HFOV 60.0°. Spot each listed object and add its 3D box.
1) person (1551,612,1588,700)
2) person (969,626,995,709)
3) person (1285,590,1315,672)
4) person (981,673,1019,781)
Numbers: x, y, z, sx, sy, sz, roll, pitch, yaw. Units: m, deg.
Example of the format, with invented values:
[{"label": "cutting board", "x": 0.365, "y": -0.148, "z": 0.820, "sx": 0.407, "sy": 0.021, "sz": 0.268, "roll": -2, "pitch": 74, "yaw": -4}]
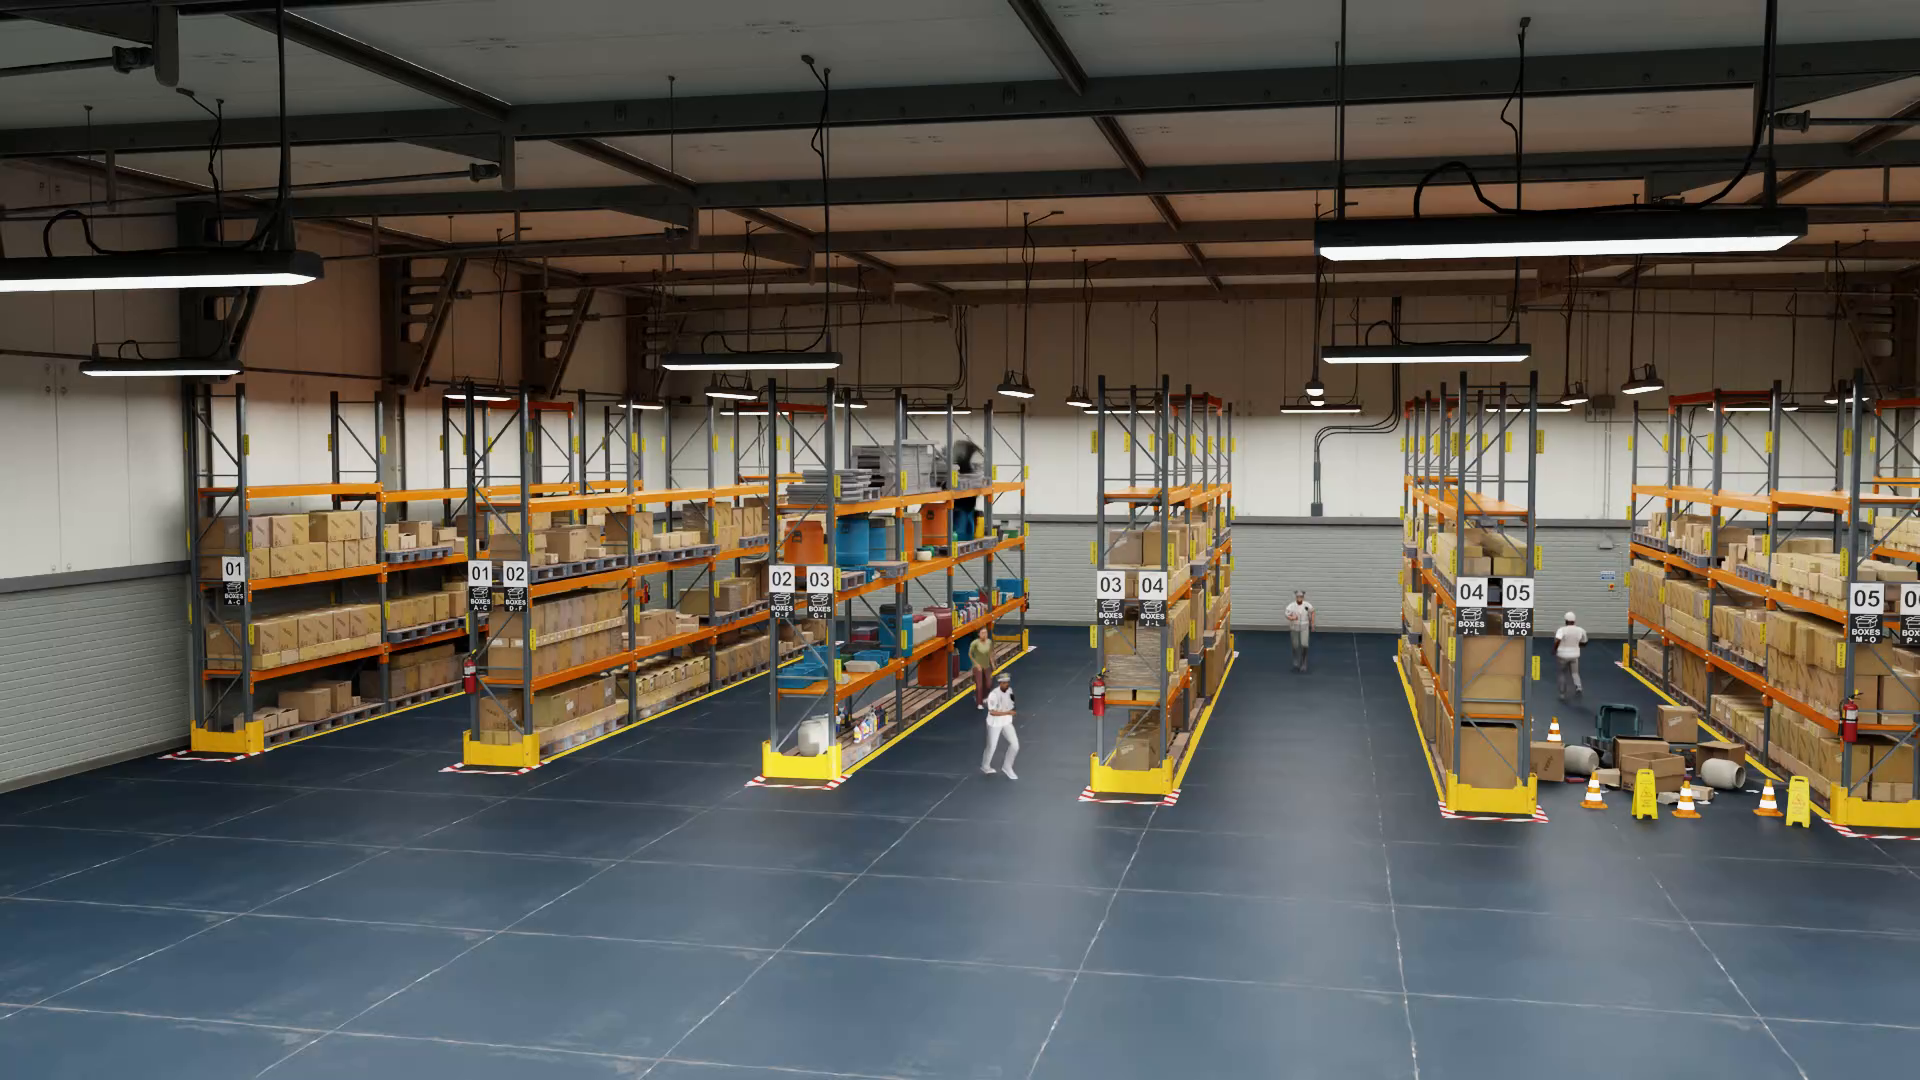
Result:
[{"label": "person", "x": 11.860, "y": 2.272, "z": 32.359, "sx": 0.698, "sy": 1.746, "sz": 0.931, "roll": 0, "pitch": 3, "yaw": 4}, {"label": "person", "x": 0.378, "y": 2.403, "z": 31.470, "sx": 0.567, "sy": 1.597, "sz": 0.694, "roll": -1, "pitch": 4, "yaw": -24}, {"label": "person", "x": 7.552, "y": 2.017, "z": 36.944, "sx": 0.646, "sy": 1.838, "sz": 0.852, "roll": 1, "pitch": 3, "yaw": 11}, {"label": "person", "x": 0.596, "y": 2.768, "z": 24.853, "sx": 0.507, "sy": 1.635, "sz": 0.912, "roll": -2, "pitch": 4, "yaw": -28}]
